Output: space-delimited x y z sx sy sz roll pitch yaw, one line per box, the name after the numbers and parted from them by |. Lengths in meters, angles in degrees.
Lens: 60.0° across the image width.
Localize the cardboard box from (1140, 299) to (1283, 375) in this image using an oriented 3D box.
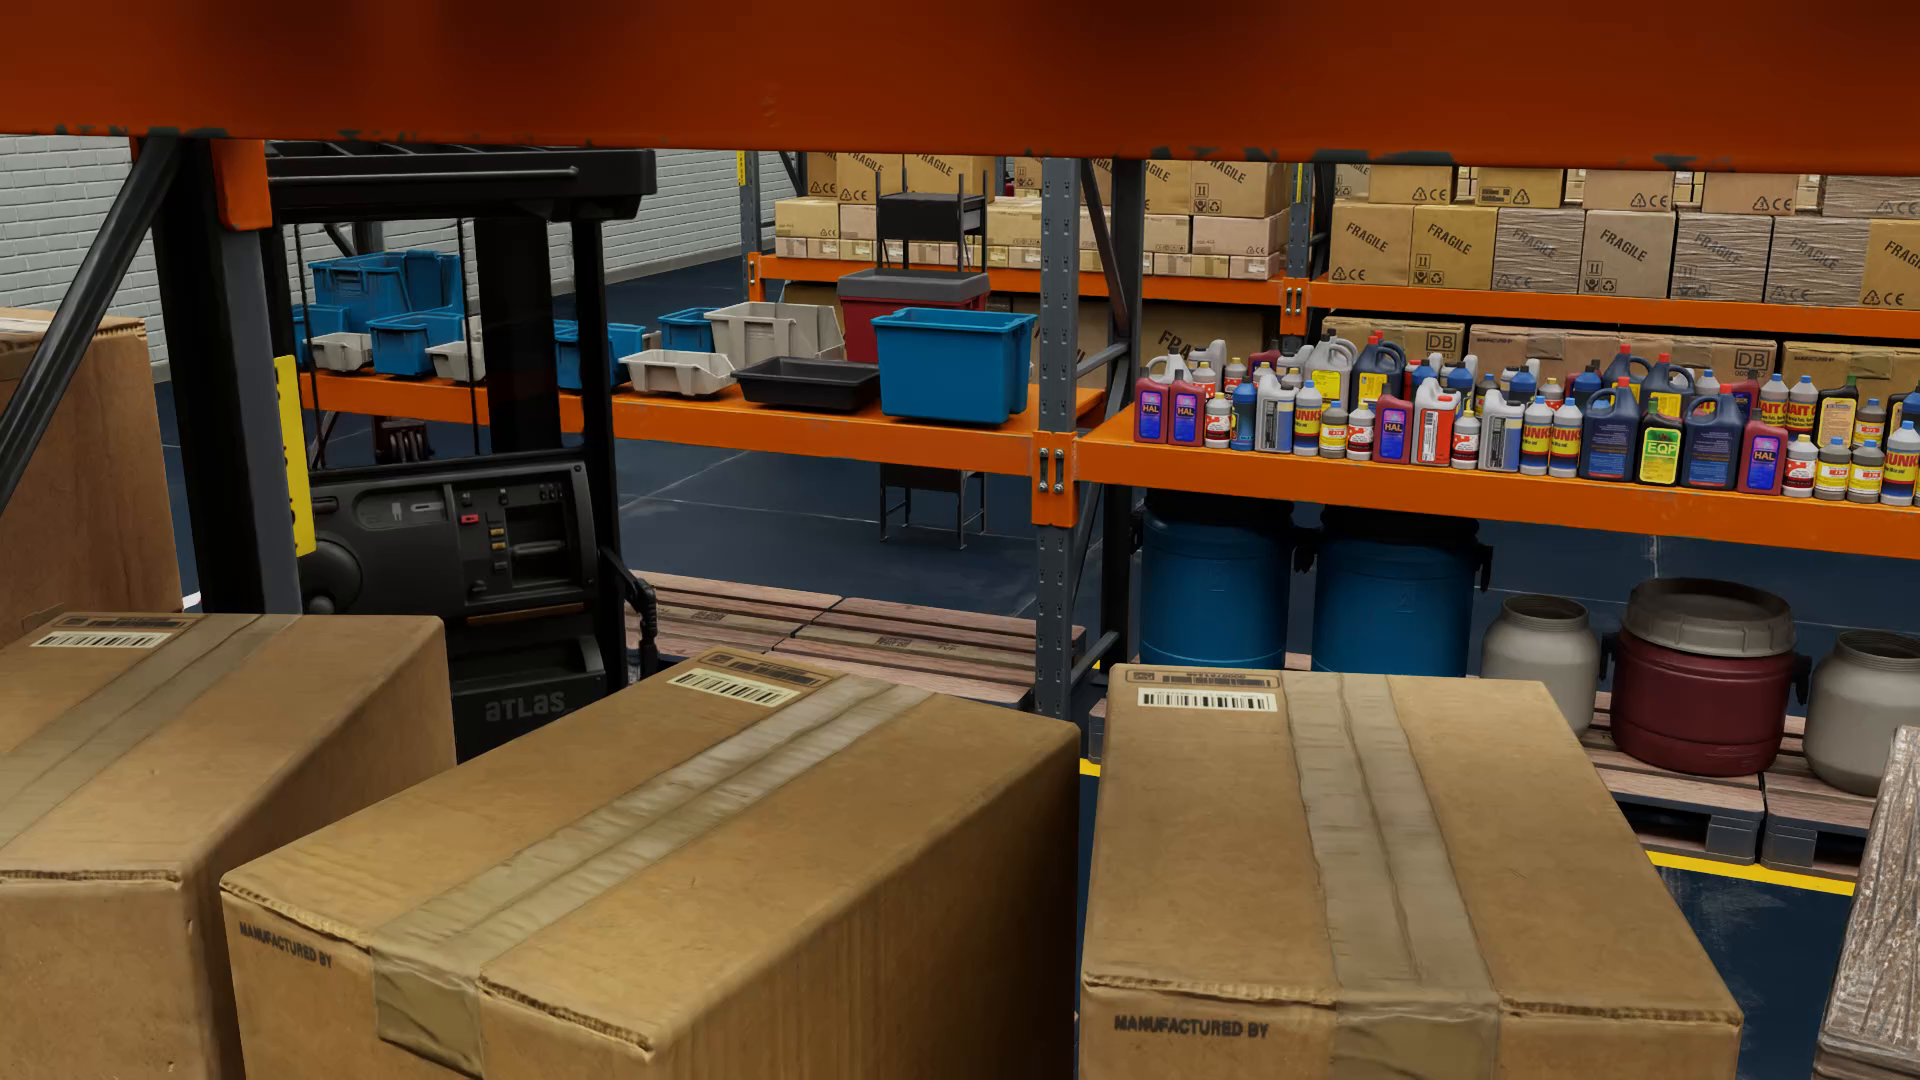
1.772 -1.265 11.708 0.875 0.875 0.875 6 17 21 | cardboard box

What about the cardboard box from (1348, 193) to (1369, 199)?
2.892 -2.066 11.231 0.500 0.500 0.500 6 17 21 | cardboard box

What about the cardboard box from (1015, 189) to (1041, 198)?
0.730 -3.442 16.599 0.250 0.149 0.380 6 17 20 | cardboard box

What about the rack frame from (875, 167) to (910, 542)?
-0.381 -1.050 9.525 0.015 2.100 0.400 6 17 21 | rack frame

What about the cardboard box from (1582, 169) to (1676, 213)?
4.172 -2.329 10.337 0.637 0.503 0.797 7 18 22 | cardboard box

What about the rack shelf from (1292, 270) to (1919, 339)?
4.217 -1.445 10.561 4.000 0.370 1.077 6 17 21 | rack shelf

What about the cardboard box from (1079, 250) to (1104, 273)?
0.995 -1.926 11.378 0.250 0.149 0.380 7 17 22 | cardboard box

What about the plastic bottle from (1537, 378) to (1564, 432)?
2.292 -0.527 6.467 0.097 0.201 0.097 0 16 0 | plastic bottle

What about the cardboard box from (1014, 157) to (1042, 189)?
0.866 -3.754 16.510 0.500 0.500 0.500 7 18 23 | cardboard box

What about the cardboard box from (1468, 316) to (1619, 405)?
3.791 -1.025 10.882 0.875 0.875 1.225 6 17 19 | cardboard box

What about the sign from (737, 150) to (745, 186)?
-1.574 -2.715 11.950 0.005 0.325 0.100 6 17 21 | sign

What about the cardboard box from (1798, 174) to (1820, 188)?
7.116 -3.045 13.947 0.250 0.149 0.380 7 18 23 | cardboard box

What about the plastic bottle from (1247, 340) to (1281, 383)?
1.256 -0.686 6.866 0.133 0.283 0.061 6 17 21 | plastic bottle

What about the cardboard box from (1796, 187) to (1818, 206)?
7.133 -2.900 13.981 0.250 0.149 0.380 6 17 20 | cardboard box

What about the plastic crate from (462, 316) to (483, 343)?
-2.357 -0.985 8.053 0.243 0.136 0.396 6 17 21 | plastic crate

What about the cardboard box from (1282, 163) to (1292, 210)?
2.005 -2.541 11.438 0.500 0.500 0.500 6 17 21 | cardboard box

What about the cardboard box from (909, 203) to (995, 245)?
-0.065 -2.252 11.787 0.500 0.250 0.500 6 17 19 | cardboard box

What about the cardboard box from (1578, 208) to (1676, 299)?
4.109 -1.777 10.236 0.500 0.500 0.500 7 17 22 | cardboard box

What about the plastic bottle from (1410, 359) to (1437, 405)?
1.805 -0.569 6.484 0.097 0.271 0.097 0 16 0 | plastic bottle

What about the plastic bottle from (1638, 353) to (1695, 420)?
2.608 -0.512 6.145 0.185 0.351 0.144 6 17 21 | plastic bottle

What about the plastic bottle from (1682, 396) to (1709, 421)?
2.545 -0.349 5.706 0.133 0.283 0.061 6 17 21 | plastic bottle

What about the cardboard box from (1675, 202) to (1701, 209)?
4.767 -1.858 10.514 0.500 0.500 0.500 6 17 20 | cardboard box

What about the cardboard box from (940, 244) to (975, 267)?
0.041 -2.031 11.740 0.250 0.149 0.380 6 17 20 | cardboard box

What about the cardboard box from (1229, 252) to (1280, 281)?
1.953 -1.821 11.016 0.250 0.149 0.380 6 17 21 | cardboard box

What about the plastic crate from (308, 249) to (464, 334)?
-2.802 -1.180 8.186 0.499 0.435 0.616 6 17 21 | plastic crate

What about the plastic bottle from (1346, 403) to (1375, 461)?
1.449 -0.393 6.002 0.097 0.201 0.097 0 16 0 | plastic bottle

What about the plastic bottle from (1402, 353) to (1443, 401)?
1.833 -0.606 6.602 0.135 0.276 0.152 6 17 21 | plastic bottle

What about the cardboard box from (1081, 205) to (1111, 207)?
1.071 -2.286 11.902 0.500 0.250 0.500 7 17 22 | cardboard box

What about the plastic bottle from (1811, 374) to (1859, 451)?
3.223 -0.470 6.121 0.133 0.283 0.061 6 17 21 | plastic bottle

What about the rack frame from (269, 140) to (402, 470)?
-3.182 -1.120 8.151 0.127 3.000 1.000 6 17 21 | rack frame

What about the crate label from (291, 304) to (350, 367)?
-3.073 -0.958 7.784 0.303 0.233 0.416 6 17 21 | crate label

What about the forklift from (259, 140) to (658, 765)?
-1.392 0.008 4.389 1.130 2.935 3.031 -7 18 -23 | forklift

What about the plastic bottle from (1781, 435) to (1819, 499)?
2.778 -0.247 5.499 0.097 0.201 0.097 0 16 0 | plastic bottle

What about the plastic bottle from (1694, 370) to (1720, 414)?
2.804 -0.505 6.263 0.097 0.271 0.097 0 16 0 | plastic bottle

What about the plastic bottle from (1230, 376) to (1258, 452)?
1.052 -0.470 6.143 0.097 0.271 0.097 0 16 0 | plastic bottle

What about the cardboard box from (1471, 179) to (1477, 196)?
4.728 -3.166 14.896 0.250 0.149 0.380 7 17 22 | cardboard box

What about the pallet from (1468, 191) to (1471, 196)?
4.928 -3.063 15.189 1.213 0.211 1.003 6 17 21 | pallet

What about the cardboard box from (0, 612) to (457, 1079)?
-0.923 0.431 1.878 0.500 0.500 0.700 1 16 2 | cardboard box

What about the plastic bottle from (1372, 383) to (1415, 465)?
1.550 -0.416 5.934 0.133 0.283 0.061 6 17 21 | plastic bottle

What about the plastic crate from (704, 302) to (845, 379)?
-0.814 -0.886 7.452 0.530 0.282 0.437 6 17 21 | plastic crate

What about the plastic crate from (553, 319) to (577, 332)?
-1.848 -0.823 7.320 0.300 0.233 0.416 6 17 21 | plastic crate

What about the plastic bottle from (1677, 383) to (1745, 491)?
2.531 -0.352 5.596 0.185 0.351 0.144 6 17 21 | plastic bottle

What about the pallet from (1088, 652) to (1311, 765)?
1.242 0.718 6.821 1.213 0.211 1.003 6 17 21 | pallet

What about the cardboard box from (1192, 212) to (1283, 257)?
1.849 -2.043 11.066 0.500 0.250 0.500 6 17 20 | cardboard box

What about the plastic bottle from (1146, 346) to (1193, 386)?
0.785 -0.563 6.320 0.185 0.351 0.144 6 17 21 | plastic bottle

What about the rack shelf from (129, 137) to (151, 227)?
-3.142 -0.726 2.704 4.000 0.370 1.077 6 17 21 | rack shelf

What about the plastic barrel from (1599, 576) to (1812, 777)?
2.748 0.494 6.164 0.708 0.588 0.600 6 17 21 | plastic barrel

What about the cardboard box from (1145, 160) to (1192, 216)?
1.366 -2.456 11.144 0.500 0.500 0.500 6 17 21 | cardboard box

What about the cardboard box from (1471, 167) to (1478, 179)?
4.710 -3.309 14.857 0.250 0.149 0.380 6 17 20 | cardboard box

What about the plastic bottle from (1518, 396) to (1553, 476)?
2.005 -0.365 5.782 0.097 0.271 0.097 0 16 0 | plastic bottle

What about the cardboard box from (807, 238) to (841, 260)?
-0.916 -2.136 12.101 0.250 0.149 0.380 6 17 20 | cardboard box

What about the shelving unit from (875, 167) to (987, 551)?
-0.154 -1.025 9.439 0.503 2.100 0.431 6 17 21 | shelving unit
